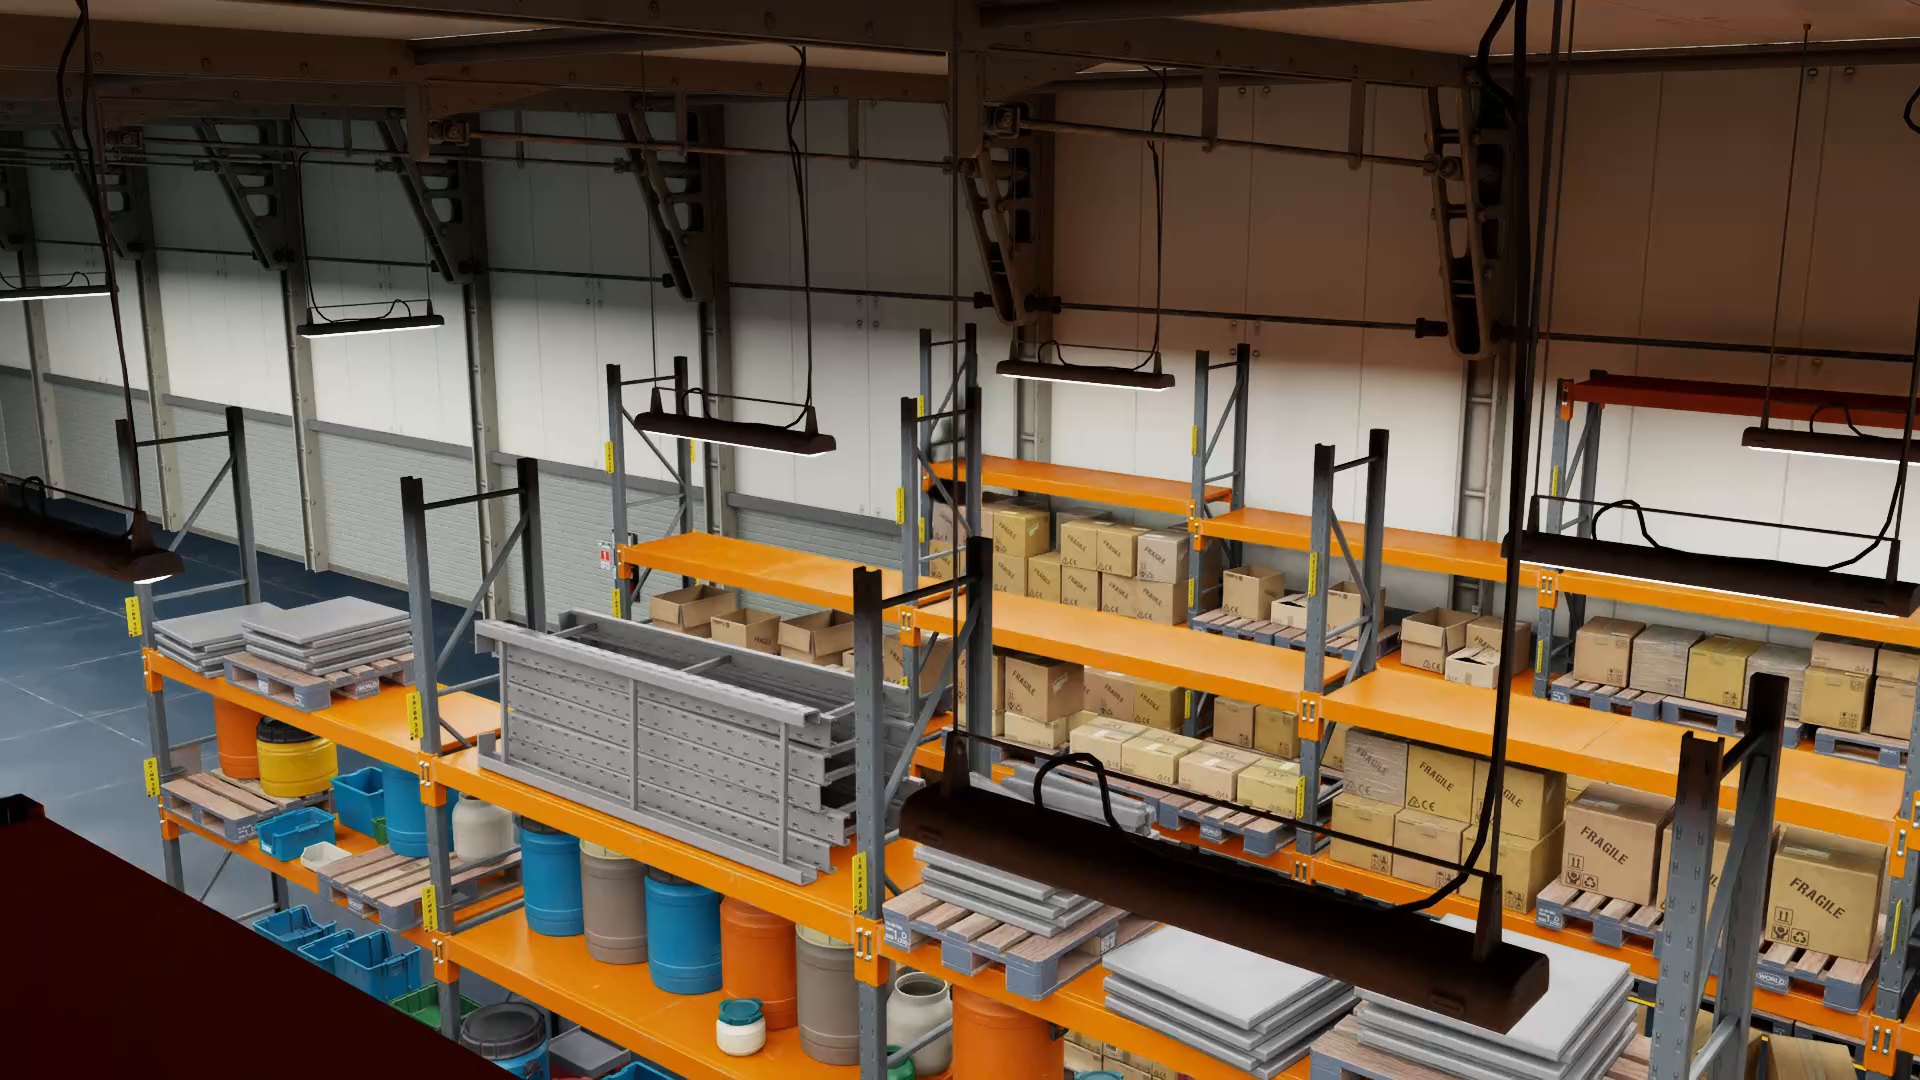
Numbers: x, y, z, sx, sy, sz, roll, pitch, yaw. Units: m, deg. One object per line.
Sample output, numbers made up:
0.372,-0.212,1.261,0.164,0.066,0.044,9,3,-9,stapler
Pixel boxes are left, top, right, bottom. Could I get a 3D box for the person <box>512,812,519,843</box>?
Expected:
-5.045,3.014,19.274,1.030,1.716,0.745,-3,13,-11,person
